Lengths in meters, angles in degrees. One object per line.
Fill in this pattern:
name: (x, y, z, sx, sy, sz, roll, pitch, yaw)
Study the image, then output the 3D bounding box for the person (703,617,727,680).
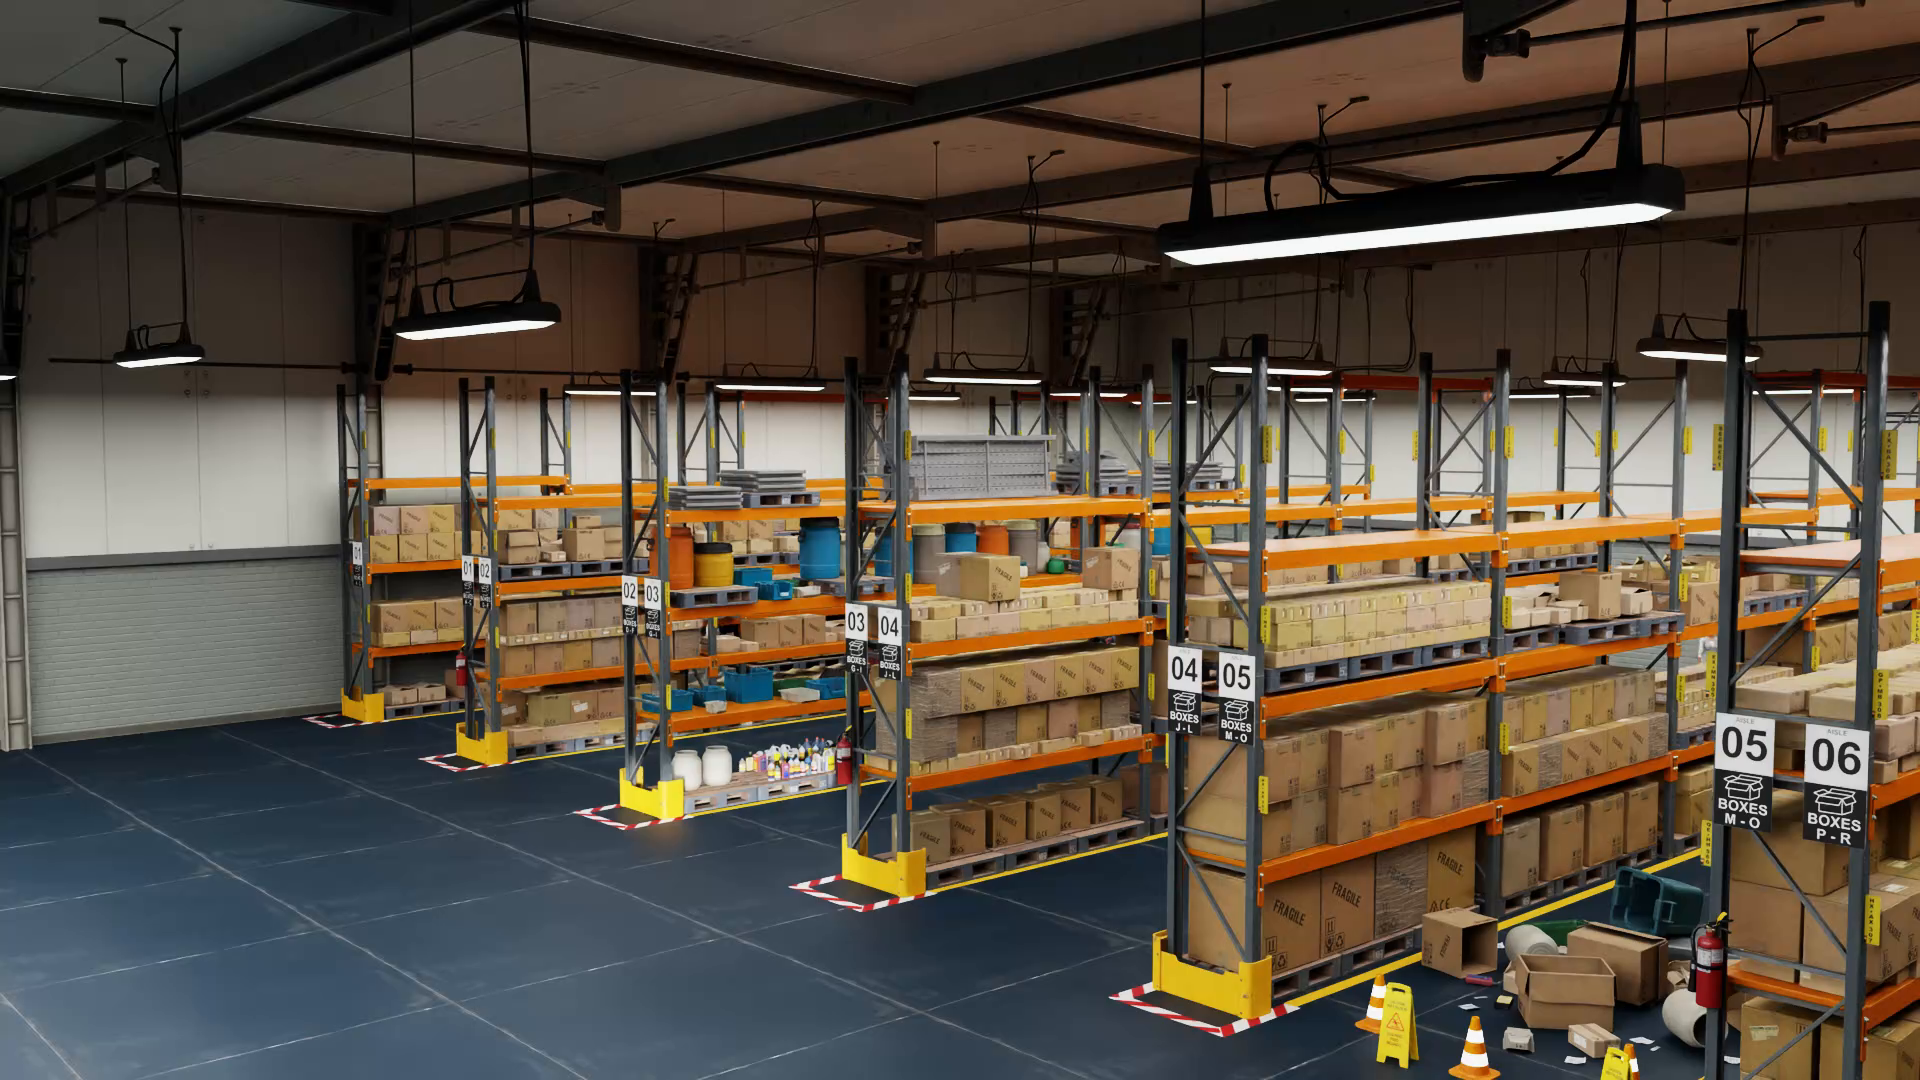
person: (-4.782, 2.214, 32.068, 0.494, 1.681, 0.498, -2, 4, -30)

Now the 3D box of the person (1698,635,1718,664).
person: (14.249, 2.331, 31.576, 0.412, 1.503, 0.876, 0, 4, 3)
